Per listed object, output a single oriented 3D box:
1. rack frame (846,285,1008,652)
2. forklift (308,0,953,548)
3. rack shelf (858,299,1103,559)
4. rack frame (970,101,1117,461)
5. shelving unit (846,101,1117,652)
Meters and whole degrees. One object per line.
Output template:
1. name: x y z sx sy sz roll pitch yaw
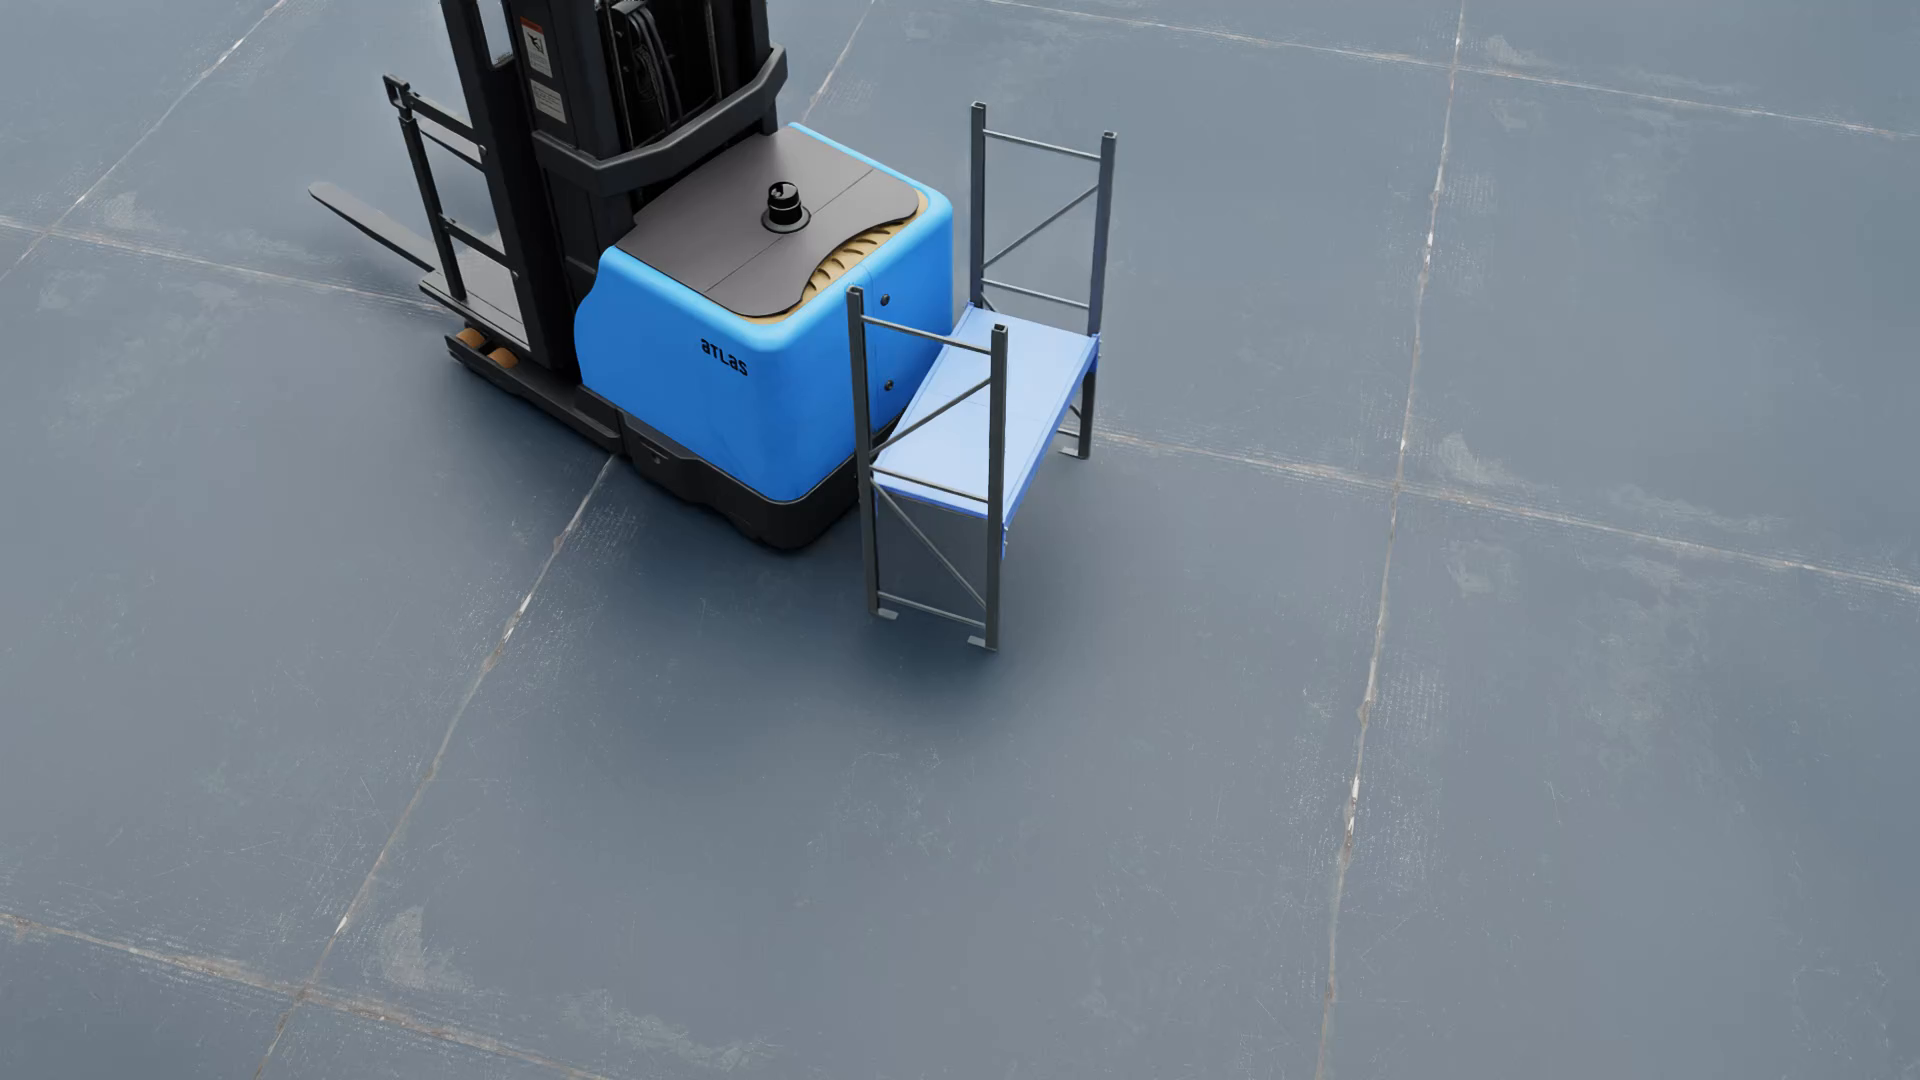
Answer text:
1. rack frame: -0.098 -0.178 5.407 0.500 1.500 0.032 16 51 14
2. forklift: -1.480 -1.870 5.945 3.031 2.935 1.130 31 55 24
3. rack shelf: 0.088 -0.414 5.855 0.538 0.185 1.000 16 51 14
4. rack frame: 0.275 -0.887 6.033 0.500 1.500 0.032 16 51 14
5. shelving unit: 0.088 -0.533 5.720 0.538 1.500 1.048 16 51 14
